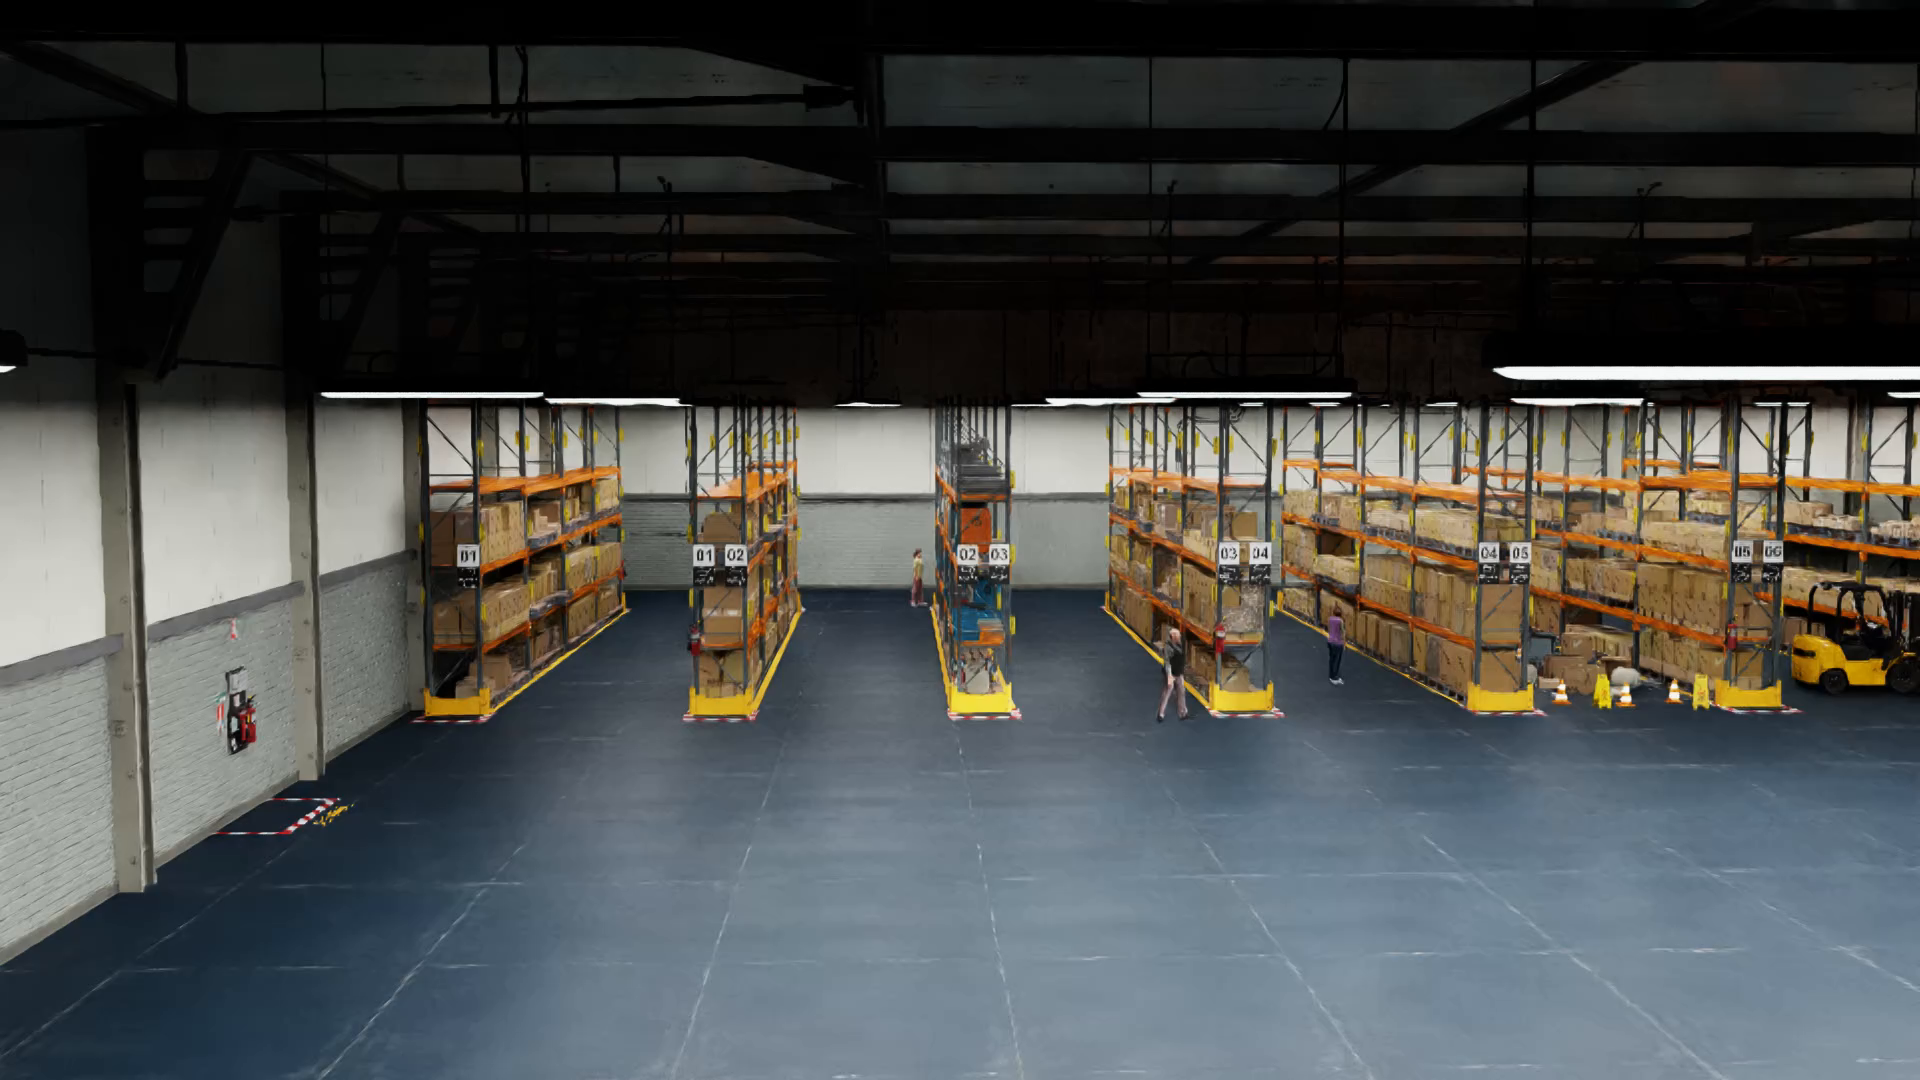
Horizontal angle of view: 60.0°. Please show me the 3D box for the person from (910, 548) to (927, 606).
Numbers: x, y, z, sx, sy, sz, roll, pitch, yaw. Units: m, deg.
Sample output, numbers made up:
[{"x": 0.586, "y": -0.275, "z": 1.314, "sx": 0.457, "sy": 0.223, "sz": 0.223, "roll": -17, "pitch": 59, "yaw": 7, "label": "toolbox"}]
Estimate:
[{"x": -1.223, "y": 1.070, "z": 48.362, "sx": 0.432, "sy": 1.673, "sz": 0.543, "roll": 1, "pitch": 5, "yaw": 14, "label": "person"}]

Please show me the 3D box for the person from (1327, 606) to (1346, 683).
[{"x": 7.892, "y": 2.174, "z": 34.765, "sx": 0.417, "sy": 1.603, "sz": 0.505, "roll": -3, "pitch": 5, "yaw": -32, "label": "person"}]

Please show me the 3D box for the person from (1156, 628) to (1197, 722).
[{"x": 3.933, "y": 2.460, "z": 30.431, "sx": 0.567, "sy": 1.709, "sz": 0.733, "roll": 3, "pitch": 6, "yaw": 36, "label": "person"}]
